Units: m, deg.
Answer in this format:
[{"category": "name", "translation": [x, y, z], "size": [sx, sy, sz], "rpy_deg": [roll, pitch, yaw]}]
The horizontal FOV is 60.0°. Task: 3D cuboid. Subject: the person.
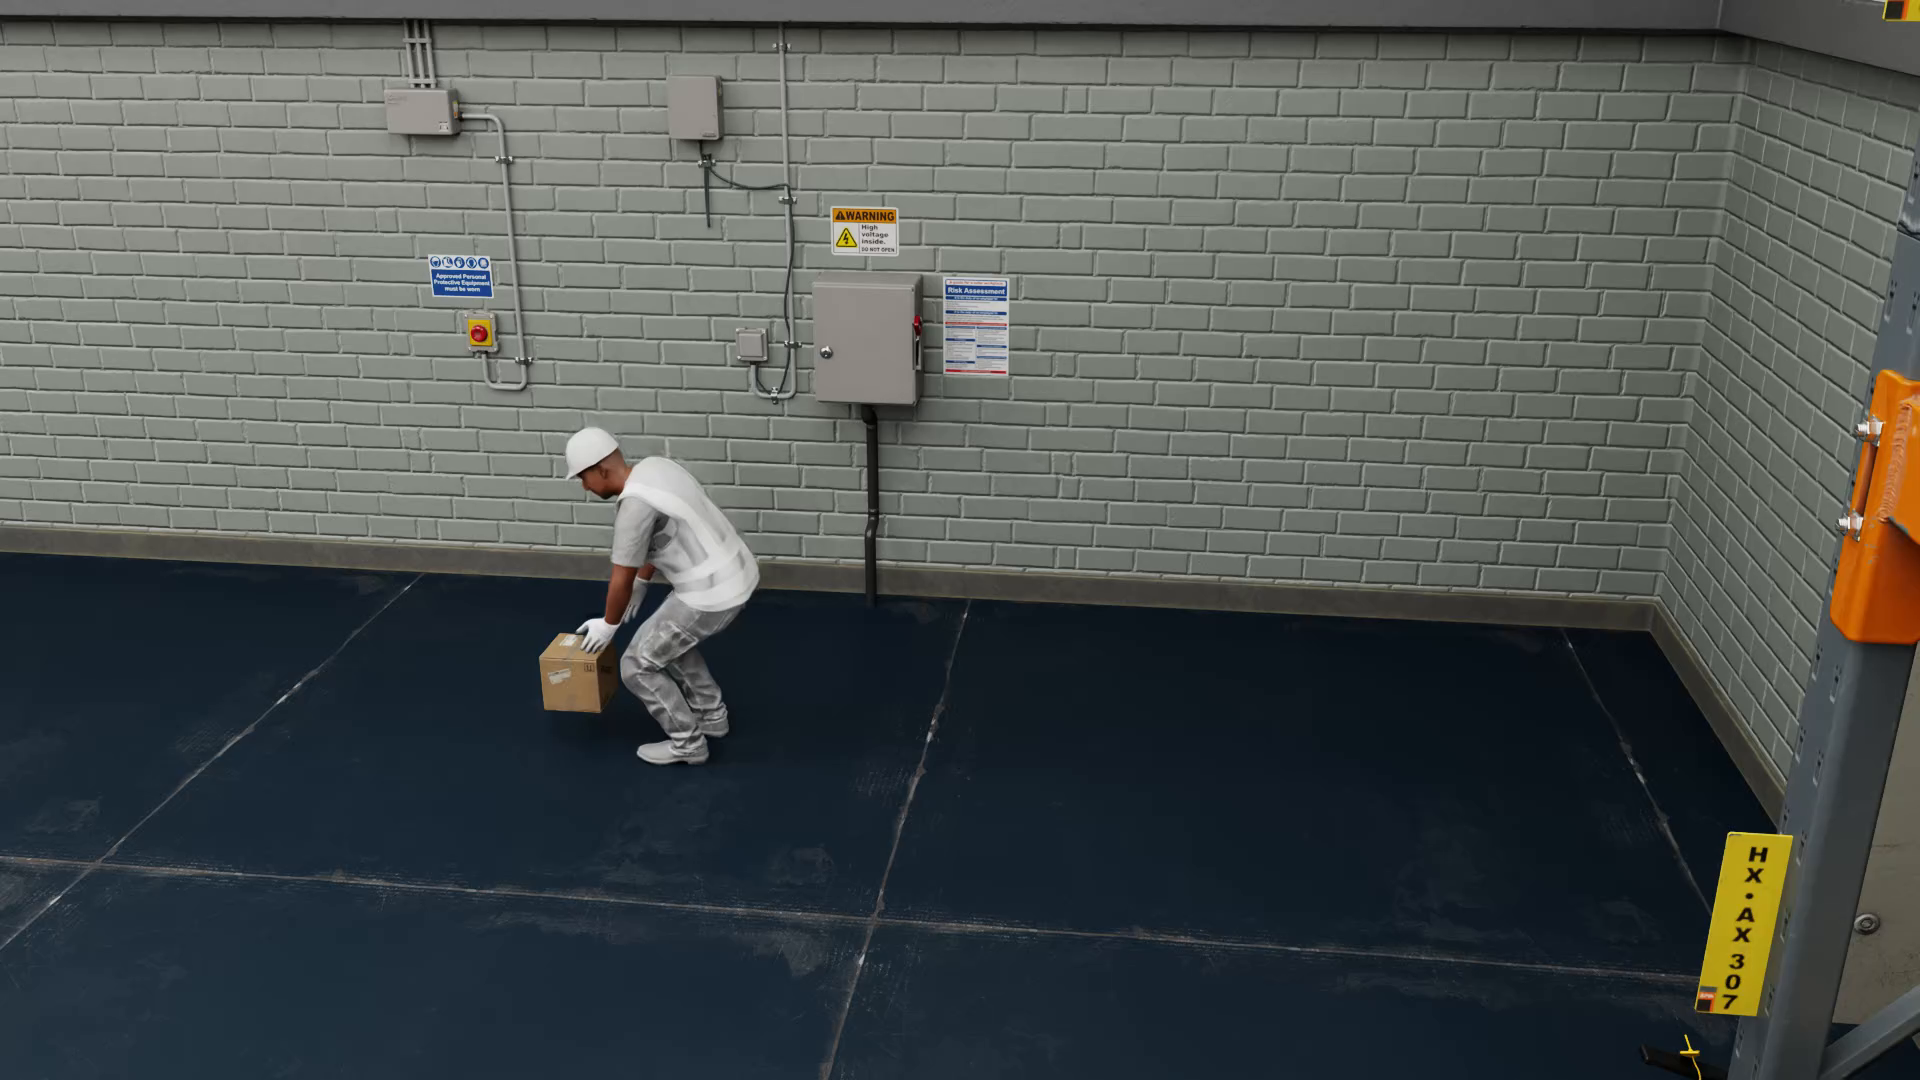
[{"category": "person", "translation": [-1.229, 0.233, 6.926], "size": [0.755, 1.441, 0.612], "rpy_deg": [3, 21, 7]}]
